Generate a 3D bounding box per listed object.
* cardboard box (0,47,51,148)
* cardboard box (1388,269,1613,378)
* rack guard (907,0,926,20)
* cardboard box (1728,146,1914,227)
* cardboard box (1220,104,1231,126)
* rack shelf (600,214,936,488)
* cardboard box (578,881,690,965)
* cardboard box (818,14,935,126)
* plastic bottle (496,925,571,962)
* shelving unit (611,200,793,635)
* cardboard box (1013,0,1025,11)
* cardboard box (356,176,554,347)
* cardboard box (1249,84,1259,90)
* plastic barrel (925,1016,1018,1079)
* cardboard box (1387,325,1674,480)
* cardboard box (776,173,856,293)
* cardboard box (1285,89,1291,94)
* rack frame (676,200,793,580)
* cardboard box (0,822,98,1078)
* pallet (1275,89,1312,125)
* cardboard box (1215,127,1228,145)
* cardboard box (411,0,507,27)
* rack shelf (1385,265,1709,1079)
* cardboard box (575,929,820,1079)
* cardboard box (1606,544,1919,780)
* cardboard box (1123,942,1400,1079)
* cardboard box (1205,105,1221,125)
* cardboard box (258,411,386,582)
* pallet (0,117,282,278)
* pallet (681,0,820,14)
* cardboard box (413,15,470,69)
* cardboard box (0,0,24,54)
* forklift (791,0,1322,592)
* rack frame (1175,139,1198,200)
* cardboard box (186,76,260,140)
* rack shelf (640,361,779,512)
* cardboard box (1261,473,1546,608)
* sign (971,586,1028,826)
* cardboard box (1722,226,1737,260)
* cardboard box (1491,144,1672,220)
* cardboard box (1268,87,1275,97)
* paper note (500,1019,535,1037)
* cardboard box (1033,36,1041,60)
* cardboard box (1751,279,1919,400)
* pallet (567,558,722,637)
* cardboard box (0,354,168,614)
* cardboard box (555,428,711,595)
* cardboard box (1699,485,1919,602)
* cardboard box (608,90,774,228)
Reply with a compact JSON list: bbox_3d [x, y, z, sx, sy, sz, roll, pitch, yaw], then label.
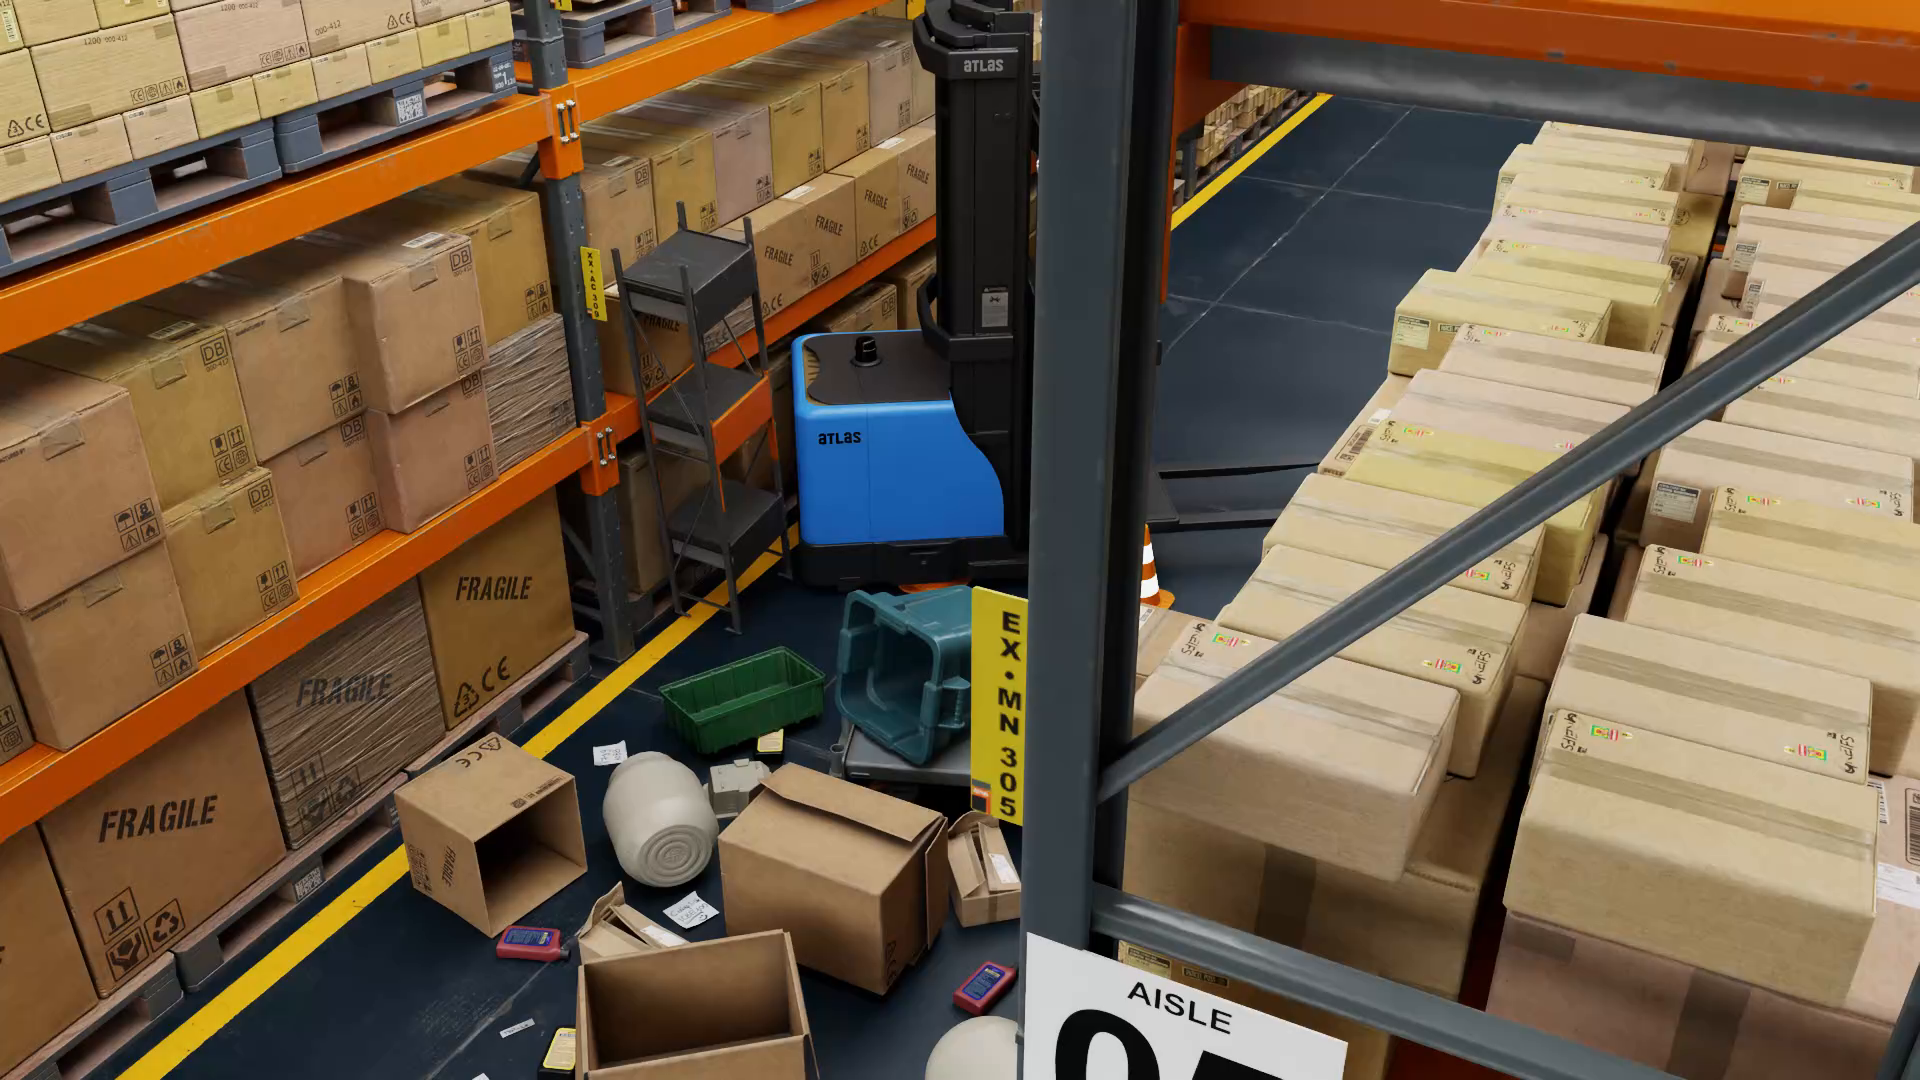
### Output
[{"bbox_3d":[-3.001,-1.248,4.729,0.500,0.250,0.500,14,33,23],"label":"cardboard box"},{"bbox_3d":[1.104,-0.417,3.403,0.380,0.149,0.250,15,33,24],"label":"cardboard box"},{"bbox_3d":[-0.978,-6.243,19.619,1.175,0.500,0.348,14,33,23],"label":"rack guard"},{"bbox_3d":[2.168,-0.868,4.189,0.380,0.149,0.250,15,33,24],"label":"cardboard box"},{"bbox_3d":[2.248,-3.903,15.178,0.380,0.149,0.250,13,32,21],"label":"cardboard box"},{"bbox_3d":[-1.175,-1.401,9.400,1.077,0.370,4.000,14,33,23],"label":"rack shelf"},{"bbox_3d":[-1.230,1.539,6.303,0.396,0.266,0.258,21,36,32],"label":"cardboard box"},{"bbox_3d":[-0.478,-2.880,10.148,0.700,0.500,0.500,14,33,23],"label":"cardboard box"},{"bbox_3d":[-1.640,1.569,6.456,0.283,0.061,0.133,4,30,6],"label":"plastic bottle"},{"bbox_3d":[-1.201,-0.535,8.004,0.431,2.100,0.503,17,42,22],"label":"shelving unit"},{"bbox_3d":[0.261,-3.940,12.332,0.380,0.149,0.250,15,33,25],"label":"cardboard box"},{"bbox_3d":[-2.285,-1.204,7.099,0.875,0.550,0.550,14,33,23],"label":"cardboard box"},{"bbox_3d":[2.634,-4.369,15.690,0.380,0.149,0.250,14,33,24],"label":"cardboard box"},{"bbox_3d":[0.137,1.883,5.545,0.421,0.421,0.512,-12,32,-20],"label":"plastic barrel"},{"bbox_3d":[1.228,-0.306,3.610,0.500,0.250,0.500,15,33,24],"label":"cardboard box"},{"bbox_3d":[-0.916,-1.712,9.118,0.500,0.500,0.500,15,33,24],"label":"cardboard box"},{"bbox_3d":[3.102,-4.577,16.649,0.380,0.149,0.250,14,33,23],"label":"cardboard box"},{"bbox_3d":[-1.087,-0.672,8.171,0.400,2.100,0.015,17,42,22],"label":"rack frame"},{"bbox_3d":[-3.658,1.371,5.563,0.875,0.875,0.875,14,33,24],"label":"cardboard box"},{"bbox_3d":[2.944,-4.551,16.963,1.003,0.211,1.213,14,33,23],"label":"pallet"},{"bbox_3d":[2.198,-3.647,15.030,0.380,0.149,0.250,14,33,23],"label":"cardboard box"},{"bbox_3d":[-2.082,-2.140,6.282,0.500,0.250,0.500,14,33,23],"label":"cardboard box"},{"bbox_3d":[1.455,0.150,3.687,1.077,0.370,4.000,14,33,23],"label":"rack shelf"},{"bbox_3d":[-0.910,1.755,5.689,0.797,0.503,0.637,-7,31,-11],"label":"cardboard box"},{"bbox_3d":[1.248,0.277,2.595,0.500,0.250,0.500,14,33,23],"label":"cardboard box"},{"bbox_3d":[0.458,0.612,2.413,0.380,0.149,0.250,14,33,23],"label":"cardboard box"},{"bbox_3d":[2.078,-3.791,14.683,0.380,0.149,0.250,16,34,26],"label":"cardboard box"},{"bbox_3d":[-2.825,-0.263,6.546,0.875,0.550,0.550,14,33,23],"label":"cardboard box"},{"bbox_3d":[-3.025,-1.189,5.386,1.003,0.211,1.213,14,33,23],"label":"pallet"},{"bbox_3d":[-1.017,-3.024,8.682,1.003,0.211,1.213,16,33,26],"label":"pallet"},{"bbox_3d":[-2.082,-1.898,6.261,0.380,0.149,0.250,15,33,24],"label":"cardboard box"},{"bbox_3d":[-2.893,-1.455,4.689,0.380,0.149,0.250,14,33,23],"label":"cardboard box"},{"bbox_3d":[0.621,-1.305,8.580,3.031,2.935,1.130,-3,30,-5],"label":"forklift"},{"bbox_3d":[1.558,-4.373,13.853,1.000,3.000,0.127,14,33,23],"label":"rack frame"},{"bbox_3d":[-2.546,-1.444,5.471,0.380,0.149,0.250,14,33,23],"label":"cardboard box"},{"bbox_3d":[-1.200,-0.524,8.012,0.431,0.518,0.480,17,42,22],"label":"rack shelf"},{"bbox_3d":[0.687,0.048,2.594,0.380,0.149,0.250,14,33,23],"label":"cardboard box"},{"bbox_3d":[0.059,0.206,1.979,0.100,0.325,0.005,14,33,23],"label":"sign"},{"bbox_3d":[2.175,-0.632,4.178,0.500,0.250,0.500,14,33,22],"label":"cardboard box"},{"bbox_3d":[1.568,-0.873,4.197,0.380,0.149,0.250,14,33,23],"label":"cardboard box"},{"bbox_3d":[2.801,-4.349,15.954,0.380,0.149,0.250,16,34,26],"label":"cardboard box"},{"bbox_3d":[-1.628,1.795,6.115,0.123,0.001,0.032,-18,34,-28],"label":"paper note"},{"bbox_3d":[0.355,-3.319,11.251,0.380,0.149,0.250,14,33,23],"label":"cardboard box"},{"bbox_3d":[1.795,-0.387,3.351,0.380,0.149,0.250,15,33,24],"label":"cardboard box"},{"bbox_3d":[-1.802,0.024,8.997,1.003,0.211,1.213,14,33,23],"label":"pallet"},{"bbox_3d":[-3.161,-0.224,5.393,0.875,0.550,0.550,14,33,23],"label":"cardboard box"},{"bbox_3d":[-1.884,-0.328,8.647,1.050,0.750,0.750,14,33,23],"label":"cardboard box"},{"bbox_3d":[1.338,0.070,2.556,0.380,0.149,0.250,14,33,23],"label":"cardboard box"},{"bbox_3d":[-1.402,-1.977,8.576,0.700,0.500,0.500,15,33,24],"label":"cardboard box"}]
